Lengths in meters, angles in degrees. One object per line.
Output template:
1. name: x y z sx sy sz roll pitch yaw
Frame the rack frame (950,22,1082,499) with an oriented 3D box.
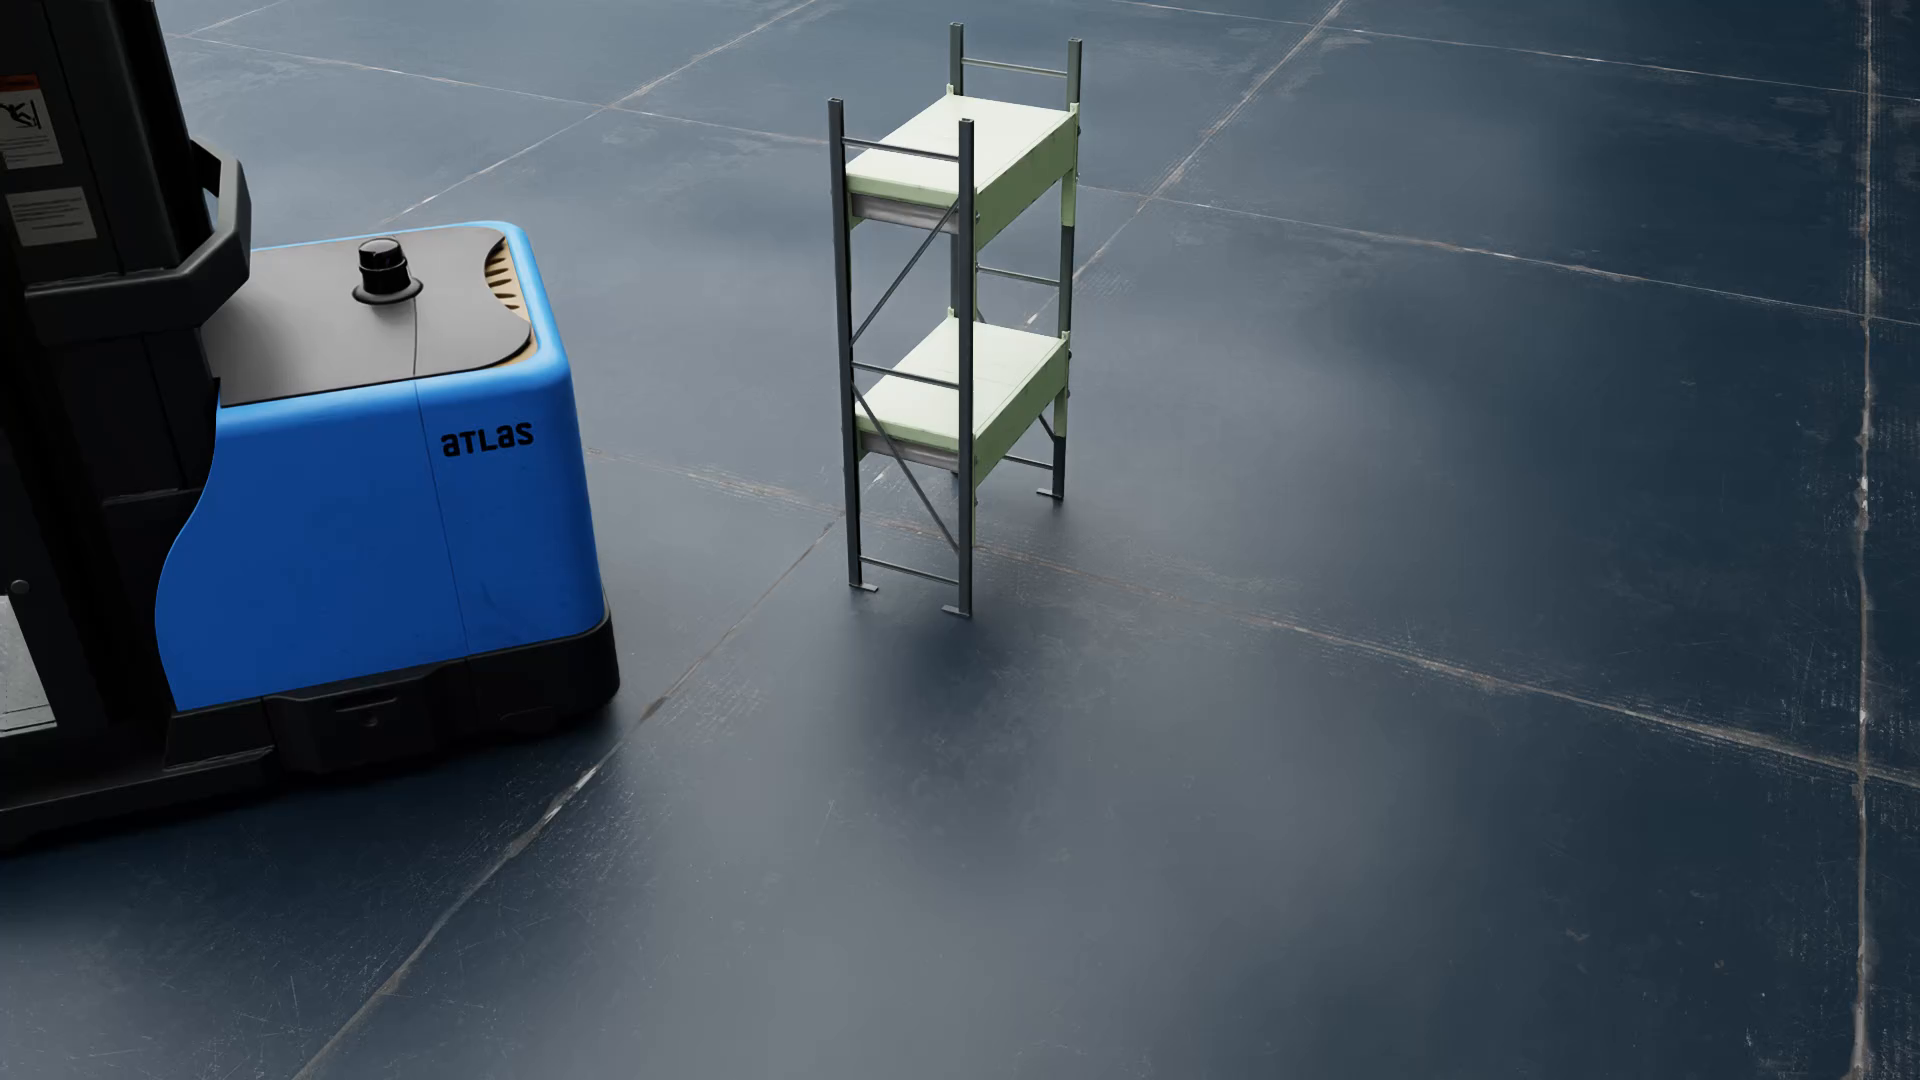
1. rack frame: 0.156 -0.813 5.122 0.400 1.500 0.023 14 36 20

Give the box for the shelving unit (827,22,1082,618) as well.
1. shelving unit: 0.003 -0.631 4.844 0.431 1.500 0.755 14 36 20

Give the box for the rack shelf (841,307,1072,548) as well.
1. rack shelf: 0.003 -0.358 5.023 0.431 0.370 0.720 14 36 20

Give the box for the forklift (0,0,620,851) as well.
1. forklift: -2.497 -0.730 3.691 3.031 2.935 1.130 -11 35 -16

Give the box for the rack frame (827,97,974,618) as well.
1. rack frame: -0.150 -0.448 4.566 0.400 1.500 0.023 14 36 20

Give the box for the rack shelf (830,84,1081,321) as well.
1. rack shelf: 0.003 -0.957 4.630 0.431 0.370 0.720 14 36 20
